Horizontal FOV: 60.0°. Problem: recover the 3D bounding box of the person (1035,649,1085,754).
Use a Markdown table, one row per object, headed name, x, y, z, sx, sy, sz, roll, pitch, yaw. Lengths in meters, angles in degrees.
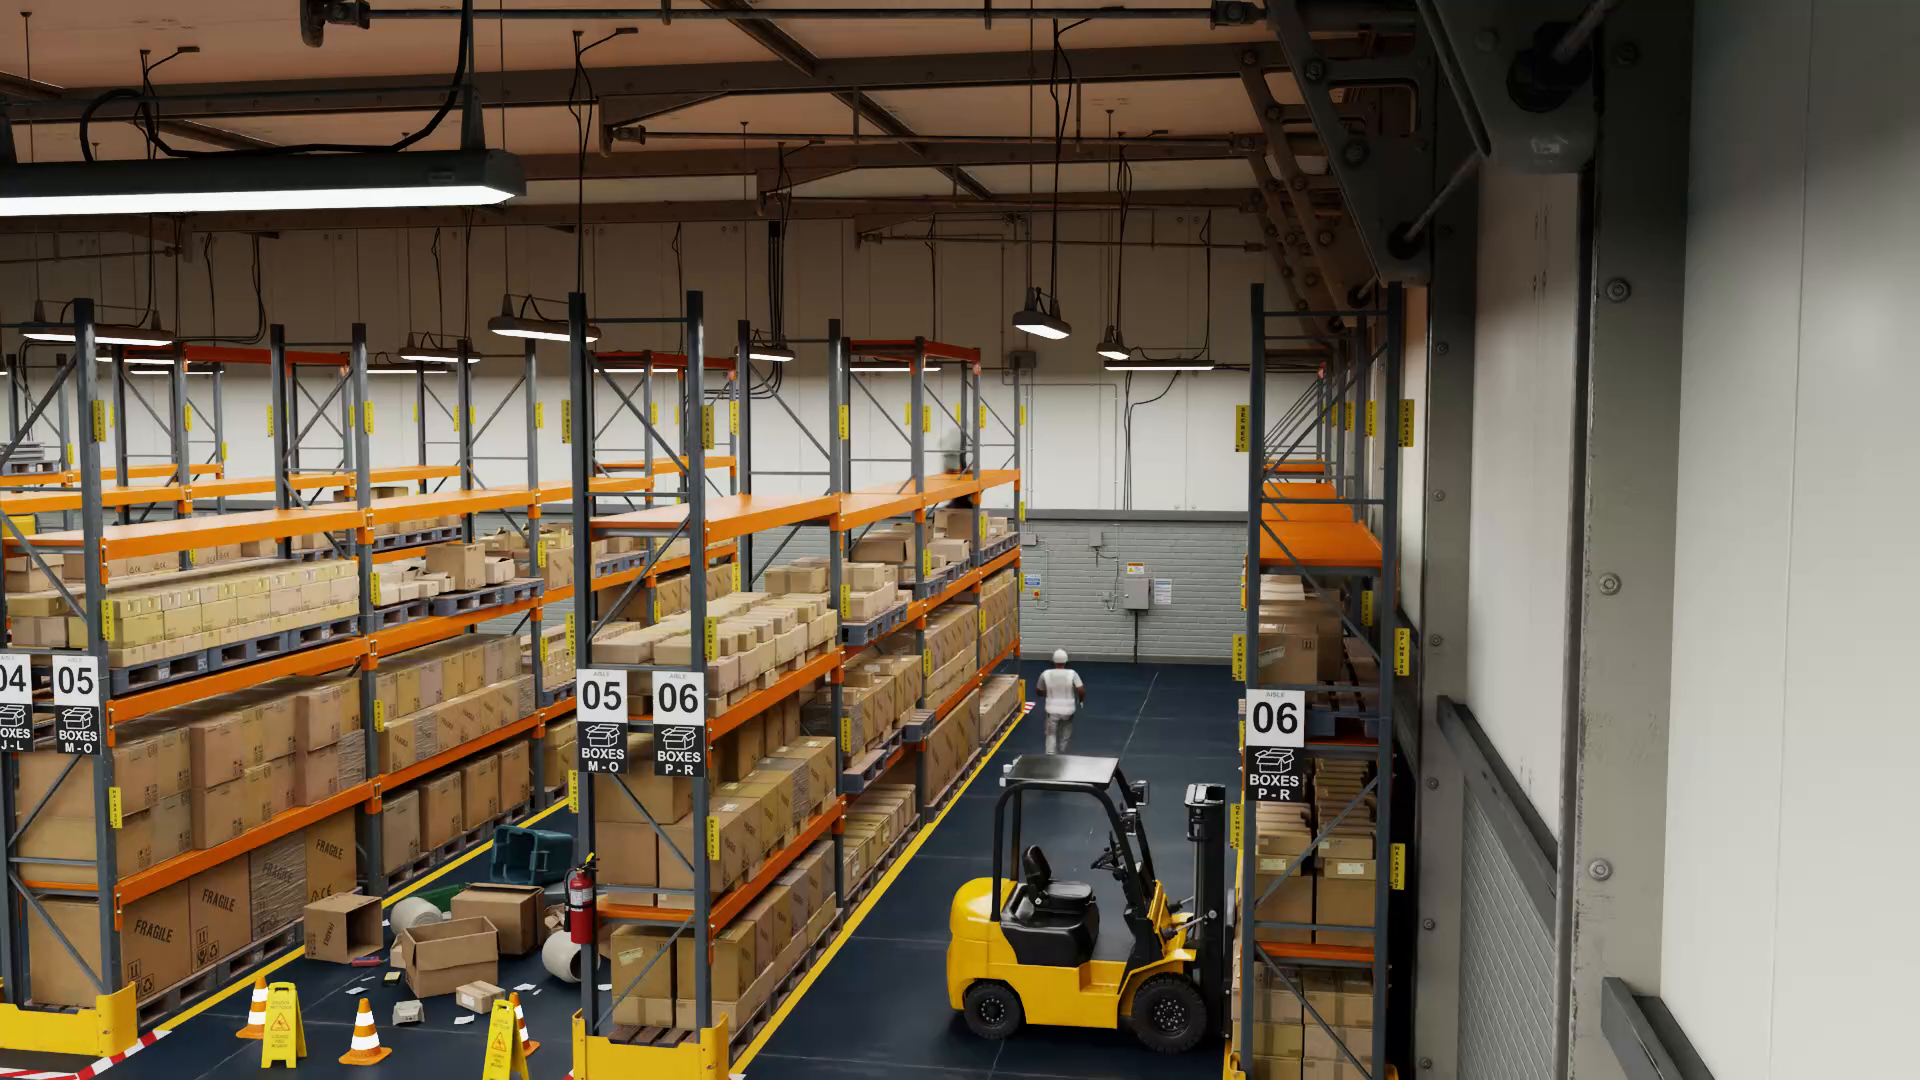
| name | x | y | z | sx | sy | sz | roll | pitch | yaw |
| --- | --- | --- | --- | --- | --- | --- | --- | --- | --- |
| person | 1.415 | 2.363 | 23.344 | 0.686 | 1.669 | 0.926 | 1 | 5 | 7 |
